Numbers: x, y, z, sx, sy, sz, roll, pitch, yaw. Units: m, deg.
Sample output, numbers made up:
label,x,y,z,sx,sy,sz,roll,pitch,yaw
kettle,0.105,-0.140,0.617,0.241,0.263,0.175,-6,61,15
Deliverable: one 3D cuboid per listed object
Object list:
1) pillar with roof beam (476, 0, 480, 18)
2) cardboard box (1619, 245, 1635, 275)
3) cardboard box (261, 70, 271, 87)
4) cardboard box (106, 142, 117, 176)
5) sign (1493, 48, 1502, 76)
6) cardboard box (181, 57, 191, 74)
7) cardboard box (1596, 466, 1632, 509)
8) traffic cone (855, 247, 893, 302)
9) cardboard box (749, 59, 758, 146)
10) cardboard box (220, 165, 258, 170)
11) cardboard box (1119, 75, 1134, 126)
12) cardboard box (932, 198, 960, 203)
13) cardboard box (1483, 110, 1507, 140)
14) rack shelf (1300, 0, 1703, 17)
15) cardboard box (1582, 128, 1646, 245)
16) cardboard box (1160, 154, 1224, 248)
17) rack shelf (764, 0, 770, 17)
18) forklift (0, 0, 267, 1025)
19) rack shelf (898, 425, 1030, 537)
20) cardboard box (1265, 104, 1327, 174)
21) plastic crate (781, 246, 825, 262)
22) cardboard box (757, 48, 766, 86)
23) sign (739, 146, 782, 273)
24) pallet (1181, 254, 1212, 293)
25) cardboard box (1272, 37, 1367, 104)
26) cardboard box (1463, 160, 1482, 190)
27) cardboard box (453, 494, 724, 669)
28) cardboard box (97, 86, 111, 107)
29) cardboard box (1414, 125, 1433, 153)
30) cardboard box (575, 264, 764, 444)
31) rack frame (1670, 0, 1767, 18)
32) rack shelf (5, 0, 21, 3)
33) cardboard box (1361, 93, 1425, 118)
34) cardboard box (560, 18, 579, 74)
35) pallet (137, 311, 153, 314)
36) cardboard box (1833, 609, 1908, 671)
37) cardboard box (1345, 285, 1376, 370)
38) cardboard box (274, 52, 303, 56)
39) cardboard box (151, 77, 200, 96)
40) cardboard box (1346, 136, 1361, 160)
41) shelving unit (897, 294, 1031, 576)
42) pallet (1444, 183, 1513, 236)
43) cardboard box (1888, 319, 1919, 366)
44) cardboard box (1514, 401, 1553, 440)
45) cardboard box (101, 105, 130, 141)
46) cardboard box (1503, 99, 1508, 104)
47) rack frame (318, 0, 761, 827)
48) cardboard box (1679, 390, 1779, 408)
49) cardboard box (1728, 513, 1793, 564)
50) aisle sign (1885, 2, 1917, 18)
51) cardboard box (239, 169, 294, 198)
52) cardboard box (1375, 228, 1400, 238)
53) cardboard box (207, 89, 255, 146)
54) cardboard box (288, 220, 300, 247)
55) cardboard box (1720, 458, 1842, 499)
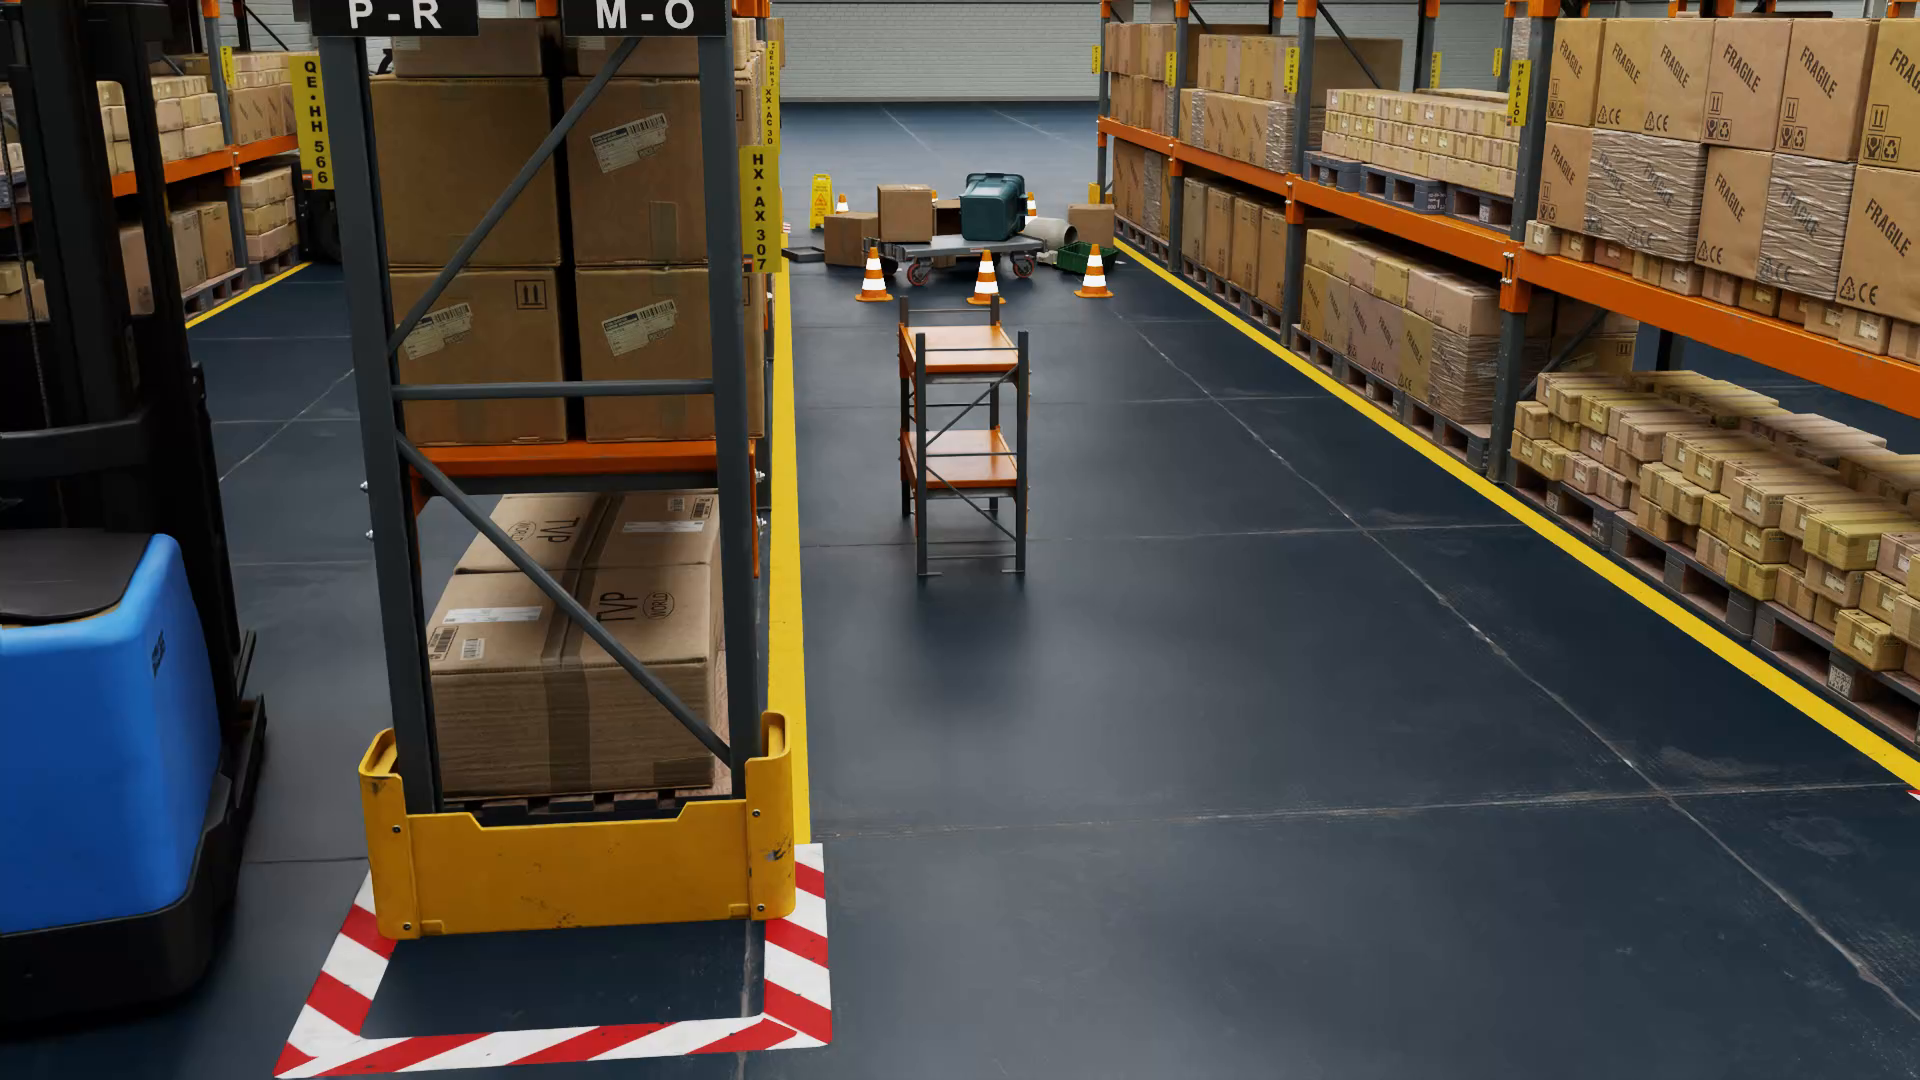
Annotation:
label,x,y,z,sx,sy,sz,roll,pitch,yaw
pillar with roof beam,-6.057,-13.128,34.968,9.100,9.000,0.400,-2,18,-6
cardboard box,3.336,-1.319,7.790,0.380,0.149,0.250,-3,18,-8
cardboard box,-7.077,-4.581,16.511,0.380,0.149,0.250,-2,18,-6
cardboard box,-6.683,-2.839,12.464,0.500,0.250,0.500,-2,18,-7
sign,6.596,-5.862,20.394,0.100,0.325,0.005,-2,18,-6
cardboard box,-7.118,-4.491,15.727,0.380,0.149,0.250,-2,17,-5
cardboard box,3.328,-0.263,8.065,0.380,0.149,0.250,-2,18,-7
traffic cone,-0.788,-2.431,15.148,0.336,0.463,0.334,-2,18,-6
cardboard box,-1.011,-1.524,6.188,0.500,0.500,0.500,-2,18,-5
cardboard box,-7.655,-3.770,17.399,0.500,0.250,0.500,-2,18,-7
cardboard box,2.286,-4.971,18.752,0.875,0.550,0.550,-2,18,-6
cardboard box,-0.022,-3.523,18.559,0.637,0.503,0.797,16,24,42
cardboard box,3.165,-2.325,9.300,0.380,0.149,0.250,-2,18,-7
rack shelf,3.223,-3.451,10.354,1.077,0.370,4.000,-2,18,-6
cardboard box,3.288,-1.654,7.774,0.500,0.500,0.500,-2,18,-6
cardboard box,2.609,-3.527,17.249,0.875,0.875,0.875,-2,17,-5
rack shelf,-2.103,-4.459,13.567,1.077,0.370,4.000,-2,18,-6
forklift,-2.904,-0.555,5.053,1.130,2.935,3.031,-6,18,-17
rack shelf,0.001,-0.301,8.075,0.538,0.278,1.000,-2,18,-6
cardboard box,2.703,-3.132,12.980,0.500,0.500,0.500,-2,18,-6
plastic crate,-1.655,-3.068,17.814,0.402,0.080,0.583,-8,19,-25
cardboard box,-1.243,-2.249,8.496,0.500,0.500,0.500,-2,17,-5
sign,-0.519,-0.858,4.326,0.100,0.325,0.005,-2,18,-6
pallet,2.759,-2.592,16.082,1.003,0.211,1.213,-2,18,-6
cardboard box,2.927,-3.768,13.336,0.700,0.500,0.500,-2,18,-6
cardboard box,3.140,-2.111,9.613,0.380,0.149,0.250,-2,18,-6
cardboard box,-1.341,0.164,6.224,0.875,0.438,0.875,-1,17,-4
cardboard box,-6.749,-3.389,12.715,0.380,0.149,0.250,-2,17,-5
cardboard box,3.052,-2.494,10.337,0.380,0.149,0.250,-2,18,-5
cardboard box,-0.835,-0.592,4.887,0.500,0.500,0.500,-2,18,-6
rack frame,7.548,-4.274,16.782,1.000,3.000,0.127,-2,18,-6
rack shelf,-6.627,-3.113,9.279,1.077,0.370,4.000,-2,18,-6
cardboard box,2.950,-2.947,11.282,0.380,0.149,0.250,-3,18,-8
cardboard box,-0.930,-1.417,4.762,0.380,0.149,0.250,-1,17,-4
pallet,-6.879,-1.537,12.721,1.003,0.211,1.213,-2,18,-6
cardboard box,3.453,0.361,6.079,0.380,0.149,0.250,-1,17,-4
cardboard box,2.949,-1.445,11.245,0.500,0.500,0.500,-2,18,-7
cardboard box,-7.212,-5.103,17.678,0.380,0.149,0.250,-1,17,-4
cardboard box,-6.945,-3.999,14.657,0.380,0.149,0.250,-2,18,-6
cardboard box,2.918,-2.739,11.613,0.380,0.149,0.250,-1,17,-3
shelving unit,0.001,-0.535,8.002,0.538,1.125,1.048,-2,18,-6
pallet,3.495,-1.908,9.566,1.003,0.211,1.213,-2,18,-6
cardboard box,3.498,-0.693,5.797,0.380,0.149,0.250,-2,18,-6
cardboard box,3.149,-0.631,8.742,0.380,0.149,0.250,-1,17,-3
cardboard box,-6.722,-3.234,12.885,0.500,0.250,0.500,-2,18,-7
cardboard box,3.681,-2.728,10.585,0.380,0.149,0.250,-1,17,-4
rack frame,-1.071,-0.392,4.419,1.000,3.000,0.127,-2,18,-6
cardboard box,3.824,-0.644,8.286,0.380,0.149,0.250,-2,18,-6
cardboard box,3.382,-0.014,6.777,0.380,0.149,0.250,-2,17,-5
aisle sign,11.763,-6.871,20.715,0.394,0.787,0.004,-2,18,-6
cardboard box,-7.089,-3.633,16.961,0.500,0.250,0.500,-1,17,-4
cardboard box,3.348,-2.129,12.169,0.500,0.250,0.500,-2,18,-7
cardboard box,-7.032,-4.001,15.746,0.500,0.500,0.500,-2,18,-7
cardboard box,-7.102,-3.159,17.122,0.500,0.250,0.500,-1,17,-5
cardboard box,3.450,-0.238,6.994,0.380,0.149,0.250,-2,18,-7
